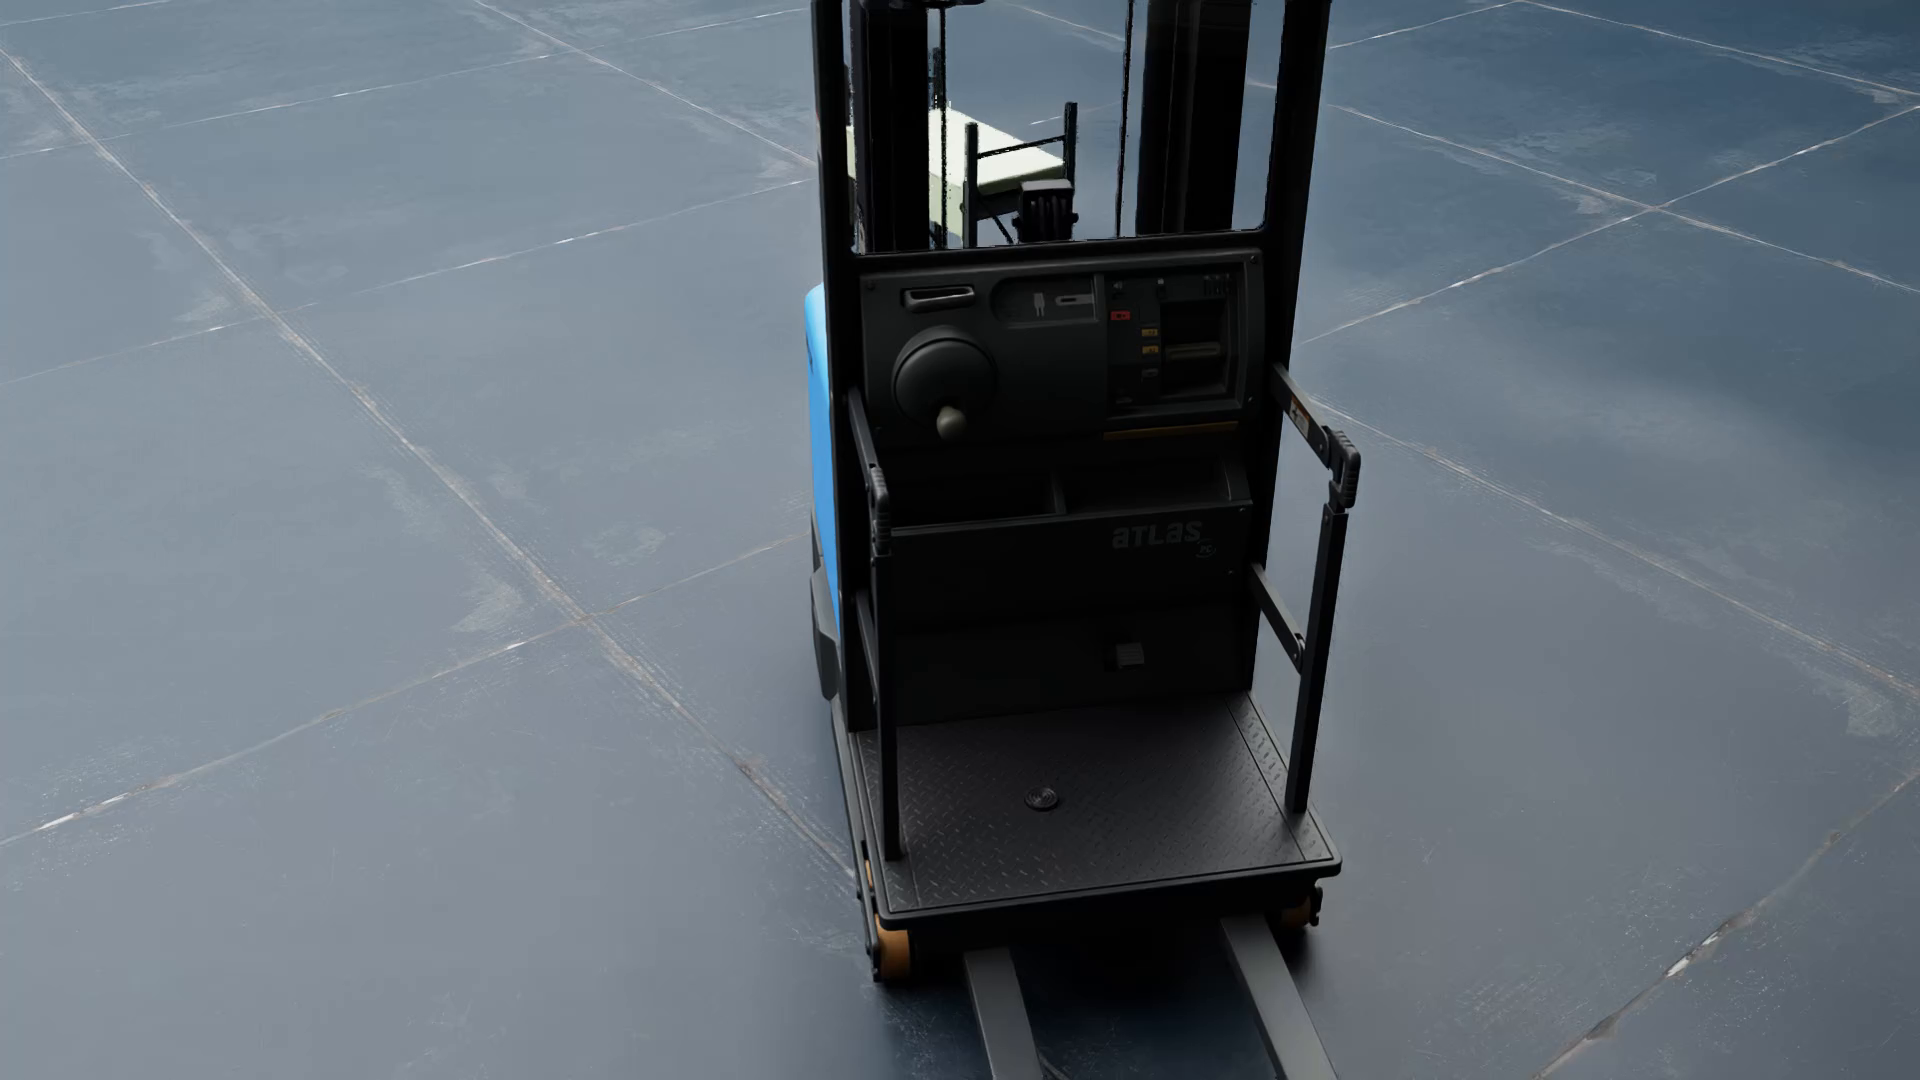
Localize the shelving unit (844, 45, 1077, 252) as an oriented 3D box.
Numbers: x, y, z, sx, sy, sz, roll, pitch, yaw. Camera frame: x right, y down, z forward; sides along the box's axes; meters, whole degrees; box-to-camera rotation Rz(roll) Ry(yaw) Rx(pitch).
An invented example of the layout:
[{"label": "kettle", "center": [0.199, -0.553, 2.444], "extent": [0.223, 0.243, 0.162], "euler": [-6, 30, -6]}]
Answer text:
[{"label": "shelving unit", "center": [-0.020, -0.802, 5.620], "extent": [0.431, 1.500, 0.755], "euler": [-19, 37, -28]}]

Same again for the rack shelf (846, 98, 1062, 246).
[{"label": "rack shelf", "center": [-0.020, -1.134, 5.414], "extent": [0.431, 0.370, 0.720], "euler": [-19, 37, -28]}]

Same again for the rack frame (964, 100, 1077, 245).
[{"label": "rack frame", "center": [0.184, -0.642, 5.361], "extent": [0.400, 1.500, 0.023], "euler": [-19, 37, -28]}]

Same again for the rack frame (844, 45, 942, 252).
[{"label": "rack frame", "center": [-0.223, -0.963, 5.878], "extent": [0.400, 1.500, 0.023], "euler": [-19, 37, -28]}]

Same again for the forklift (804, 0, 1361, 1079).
[{"label": "forklift", "center": [0.279, -0.389, 3.598], "extent": [1.130, 2.935, 3.031], "euler": [-5, 32, -8]}]
